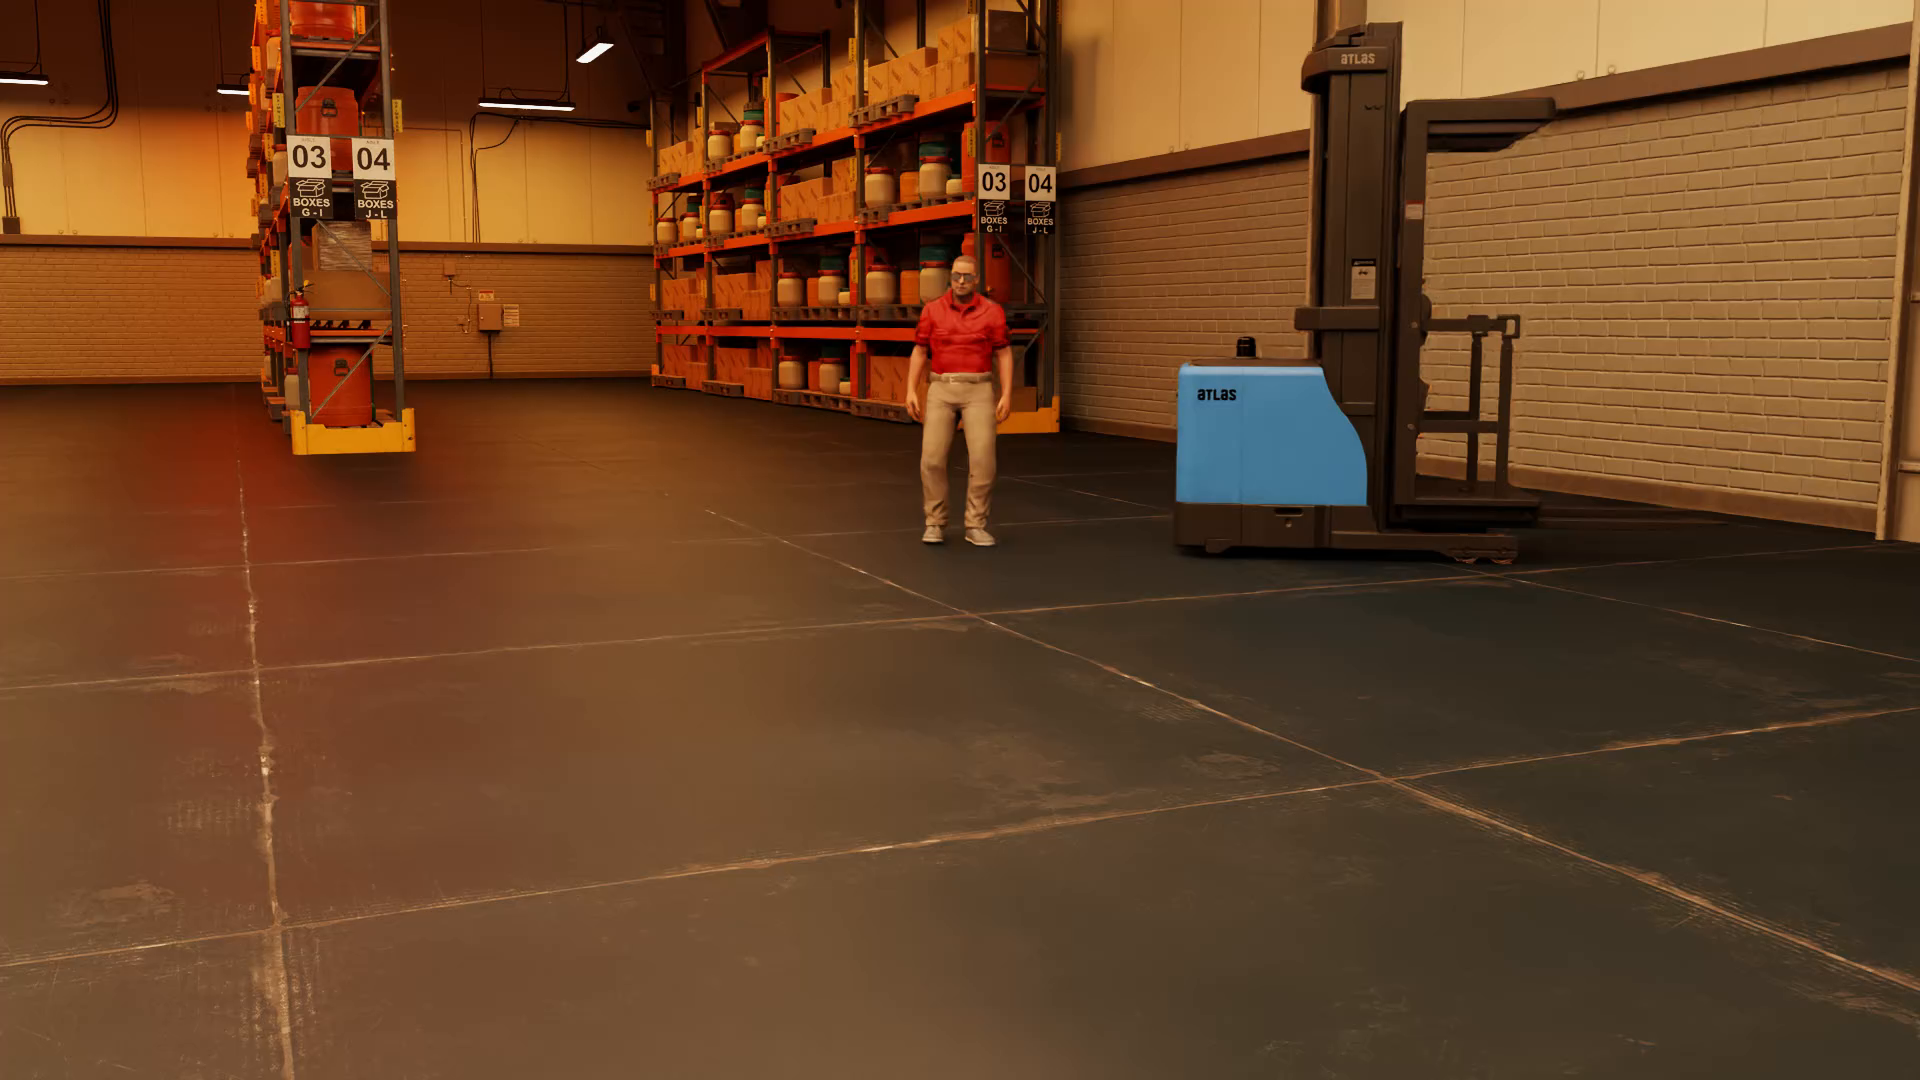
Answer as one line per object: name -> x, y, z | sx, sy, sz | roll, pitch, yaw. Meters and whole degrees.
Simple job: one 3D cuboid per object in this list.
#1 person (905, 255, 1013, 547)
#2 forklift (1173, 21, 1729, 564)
person -> -0.014, -0.832, 9.918 | 0.637, 1.711, 0.504 | 1, 8, 6
forklift -> 2.774, -1.393, 9.505 | 3.031, 2.935, 1.130 | 1, 8, 8
